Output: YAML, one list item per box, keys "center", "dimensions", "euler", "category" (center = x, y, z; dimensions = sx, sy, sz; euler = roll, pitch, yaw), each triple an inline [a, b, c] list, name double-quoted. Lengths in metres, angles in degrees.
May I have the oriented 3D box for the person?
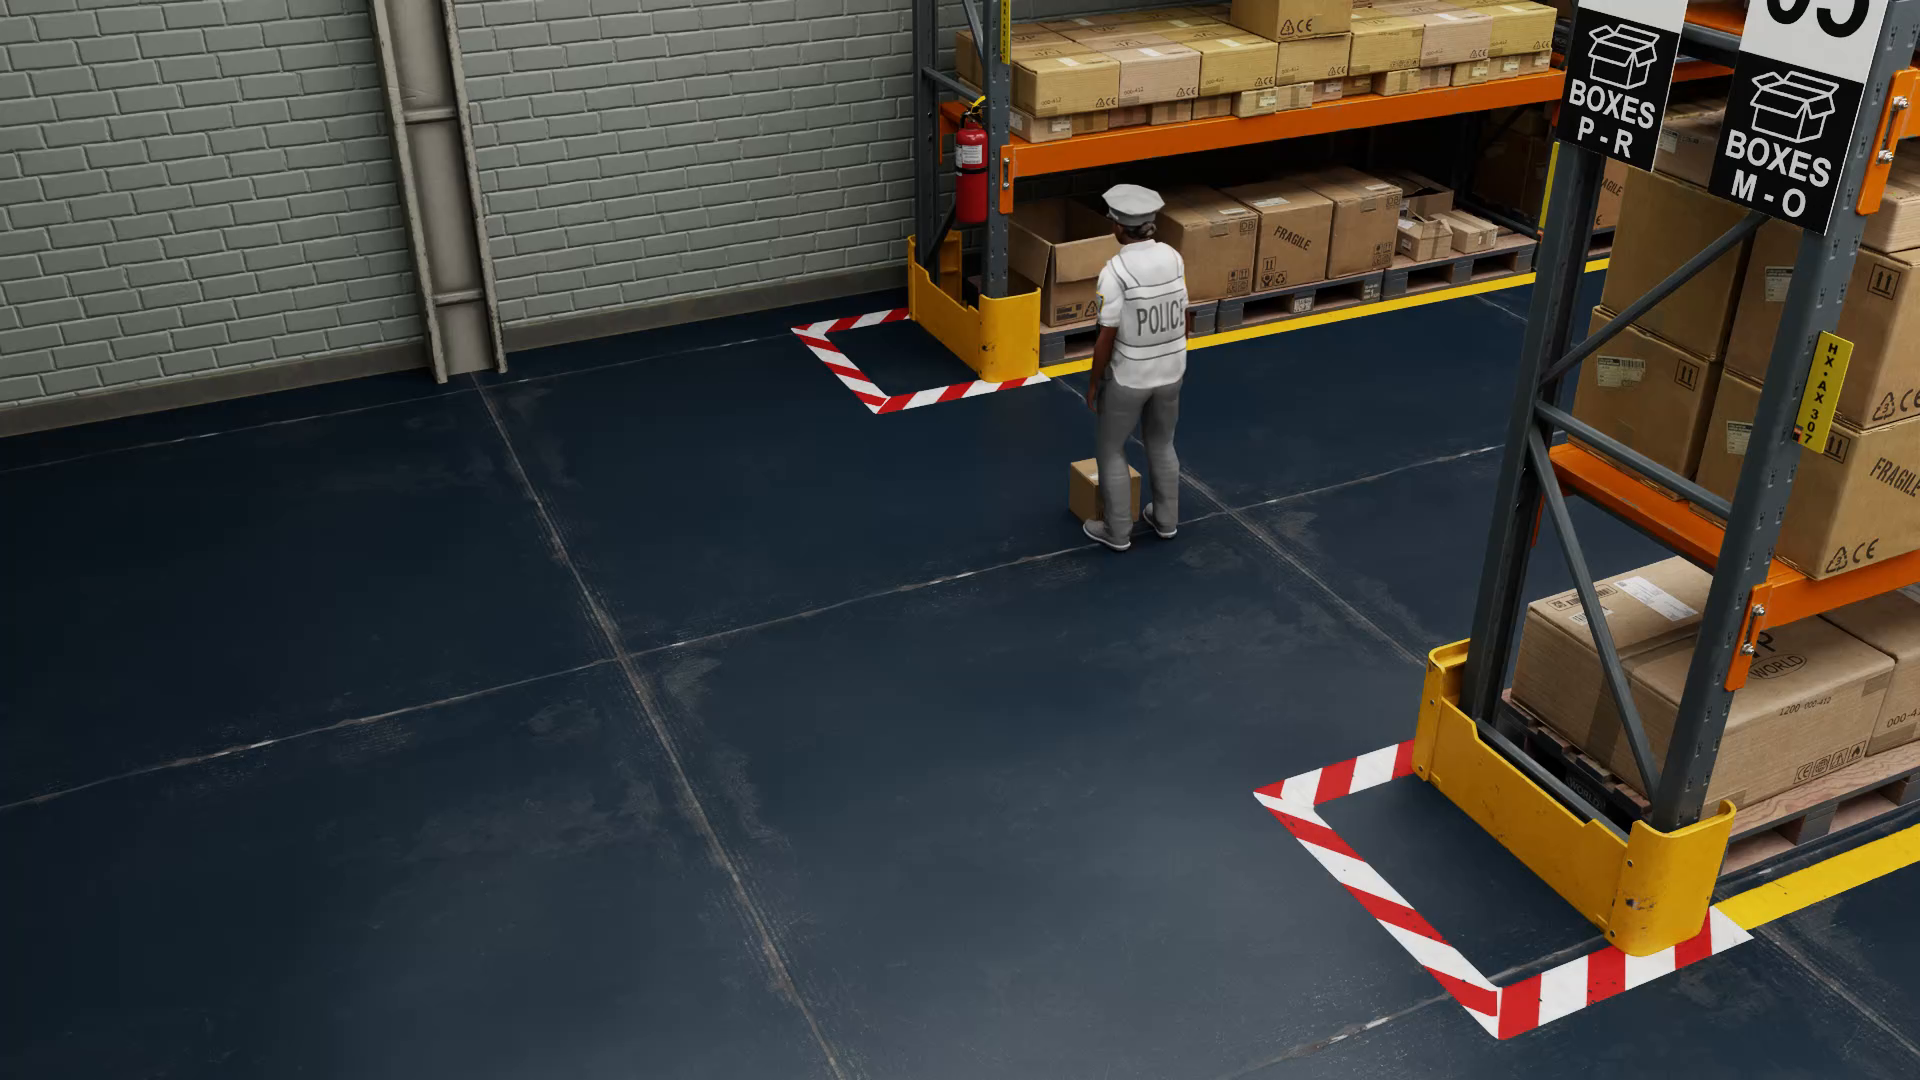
- center: [0.800, -0.739, 7.428]
  dimensions: [0.532, 1.659, 0.395]
  euler: [-15, 33, -25]
  category: "person"
